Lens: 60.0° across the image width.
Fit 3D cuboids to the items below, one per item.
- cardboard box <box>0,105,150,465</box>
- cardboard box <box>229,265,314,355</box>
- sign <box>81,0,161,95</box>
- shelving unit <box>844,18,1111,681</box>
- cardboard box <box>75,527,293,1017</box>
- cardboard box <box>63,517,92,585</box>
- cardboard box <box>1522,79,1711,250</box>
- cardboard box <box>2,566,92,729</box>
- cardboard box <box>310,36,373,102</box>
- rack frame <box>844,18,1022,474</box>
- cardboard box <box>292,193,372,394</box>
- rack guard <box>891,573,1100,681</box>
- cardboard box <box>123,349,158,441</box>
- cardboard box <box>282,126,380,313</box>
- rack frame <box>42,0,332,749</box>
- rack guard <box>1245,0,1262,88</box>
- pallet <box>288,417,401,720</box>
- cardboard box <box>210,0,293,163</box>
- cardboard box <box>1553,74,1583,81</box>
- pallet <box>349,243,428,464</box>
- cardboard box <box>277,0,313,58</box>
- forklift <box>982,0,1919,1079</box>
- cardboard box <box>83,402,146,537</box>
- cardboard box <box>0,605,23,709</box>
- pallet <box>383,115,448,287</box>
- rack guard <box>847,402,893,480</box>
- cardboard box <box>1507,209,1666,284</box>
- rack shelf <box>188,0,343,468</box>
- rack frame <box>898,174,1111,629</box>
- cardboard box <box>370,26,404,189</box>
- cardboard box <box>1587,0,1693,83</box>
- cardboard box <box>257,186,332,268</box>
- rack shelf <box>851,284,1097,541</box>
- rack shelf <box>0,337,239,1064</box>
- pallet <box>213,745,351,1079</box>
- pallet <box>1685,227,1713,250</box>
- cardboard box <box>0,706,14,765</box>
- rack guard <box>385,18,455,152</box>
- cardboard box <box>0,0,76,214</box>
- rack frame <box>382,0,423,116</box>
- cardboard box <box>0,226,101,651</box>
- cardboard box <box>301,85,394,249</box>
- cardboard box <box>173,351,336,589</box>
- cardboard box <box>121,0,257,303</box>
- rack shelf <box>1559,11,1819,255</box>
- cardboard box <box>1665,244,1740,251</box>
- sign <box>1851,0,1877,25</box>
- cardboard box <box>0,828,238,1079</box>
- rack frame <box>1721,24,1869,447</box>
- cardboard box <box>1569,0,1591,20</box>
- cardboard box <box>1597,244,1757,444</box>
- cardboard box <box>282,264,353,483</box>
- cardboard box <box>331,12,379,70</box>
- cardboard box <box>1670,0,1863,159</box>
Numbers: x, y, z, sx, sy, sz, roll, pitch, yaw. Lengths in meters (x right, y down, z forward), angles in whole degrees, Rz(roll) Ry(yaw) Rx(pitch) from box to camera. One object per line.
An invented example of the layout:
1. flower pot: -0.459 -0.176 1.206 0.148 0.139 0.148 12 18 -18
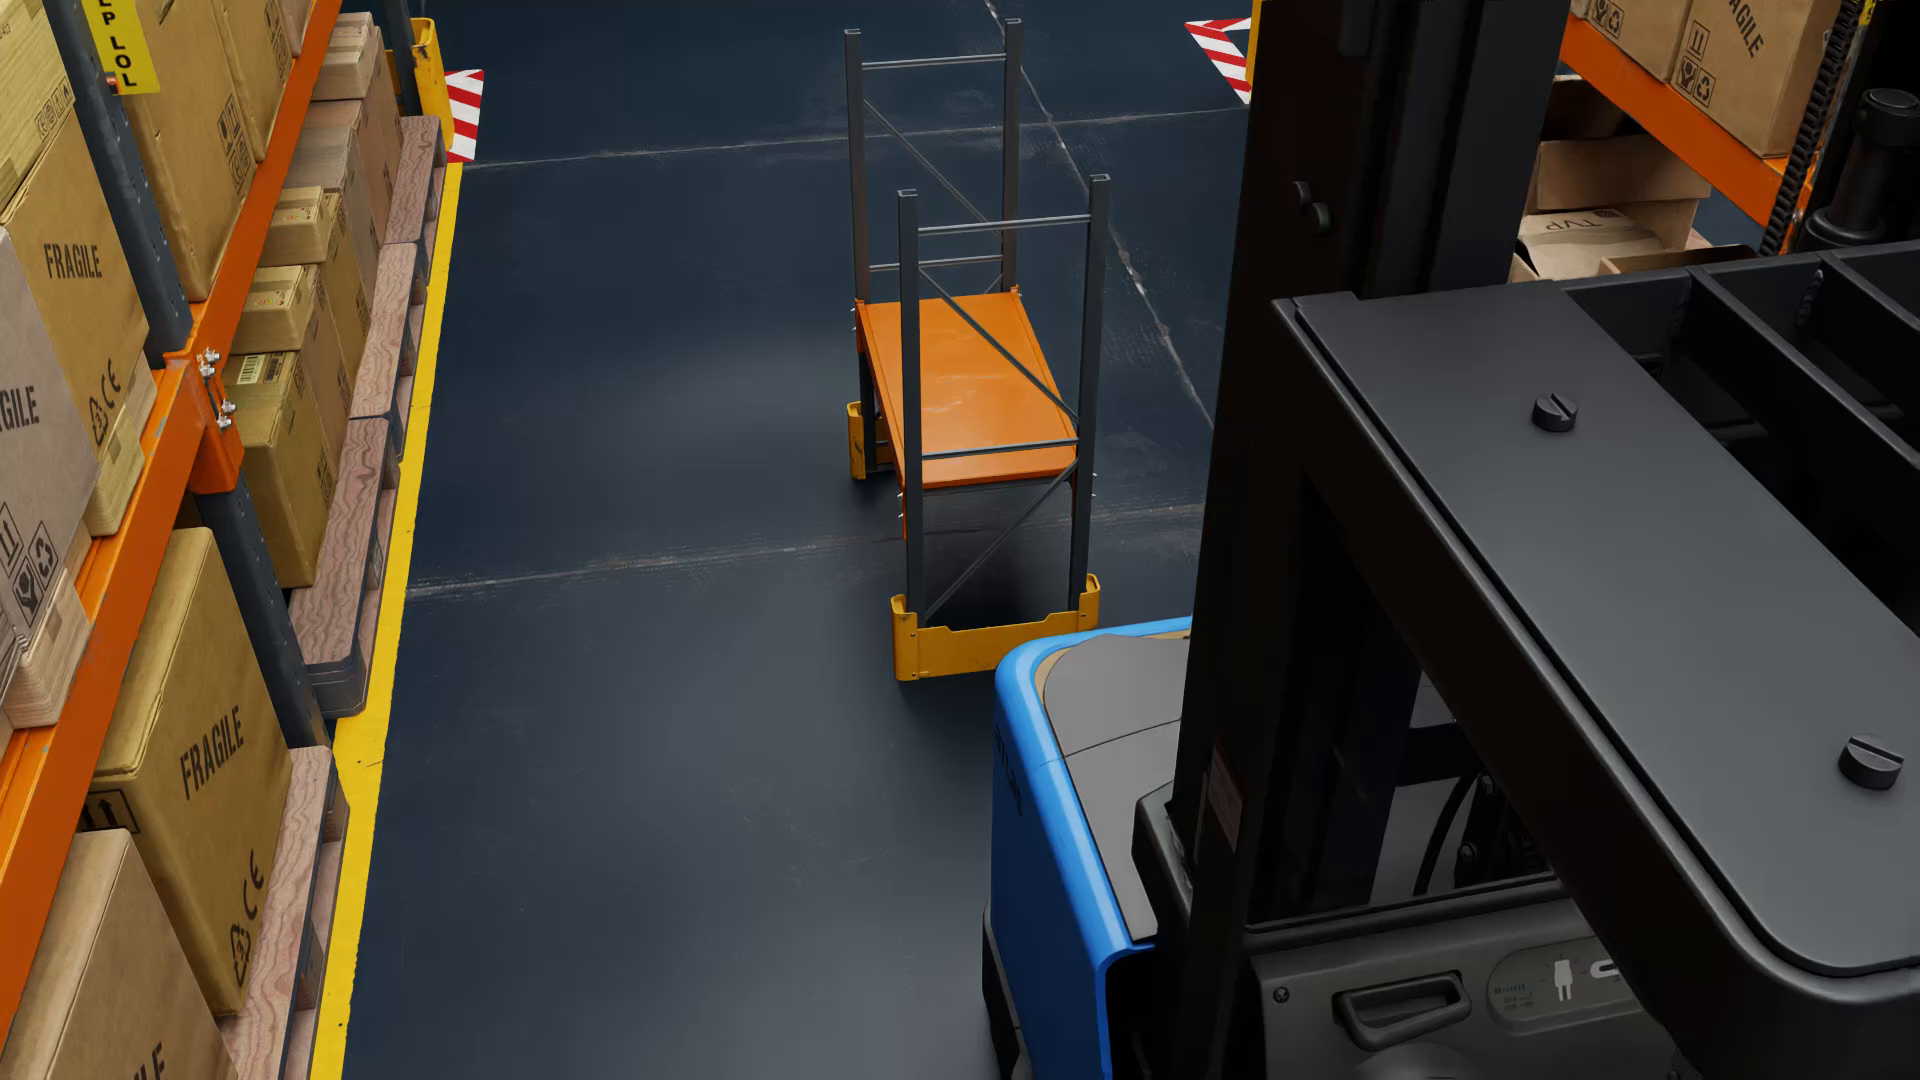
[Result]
1. cardboard box: -1.865 -0.451 3.045 0.500 0.500 0.500 -7 38 -9
2. cardboard box: -2.105 -0.661 4.823 0.380 0.149 0.250 -5 38 -6
3. sign: -1.662 -1.028 3.248 0.100 0.325 0.005 -6 38 -8
4. shelving unit: 0.013 -0.546 4.731 0.587 1.500 1.083 -6 38 -8
5. cardboard box: -1.952 0.524 3.540 0.750 0.750 0.750 -6 38 -7
6. cardboard box: -1.788 0.039 2.944 0.380 0.149 0.250 -5 38 -7
7. cardboard box: 2.348 -1.395 6.276 0.797 0.503 0.637 -6 38 -8
8. cardboard box: -1.684 0.192 2.746 0.380 0.149 0.250 -6 38 -8
9. cardboard box: -2.427 -1.764 6.242 0.380 0.149 0.250 -5 38 -7
10. rack frame: -0.074 -0.848 5.119 0.500 1.500 0.032 -6 38 -8
11. cardboard box: -2.397 -0.793 5.521 0.700 0.500 0.500 -5 38 -7
12. rack guard: 0.101 0.248 4.727 0.587 0.250 0.087 -6 38 -8
13. cardboard box: -1.856 -0.272 3.344 0.380 0.149 0.250 -6 38 -8
14. cardboard box: -2.498 -1.114 5.934 0.700 0.500 0.500 -7 38 -9
15. rack frame: -2.194 -0.537 3.497 1.000 3.000 0.127 -6 38 -8
16. rack guard: 1.994 -2.455 8.003 1.175 0.500 0.348 -6 38 -8
17. pallet: -2.251 0.096 4.954 1.003 0.211 1.213 -6 38 -8
18. cardboard box: -2.396 -1.427 4.397 0.980 0.700 0.700 -7 38 -9
19. cardboard box: 2.456 -1.697 6.873 0.500 0.250 0.500 -6 38 -8
20. pallet: -2.468 -0.642 5.905 1.003 0.211 1.213 -6 38 -8
21. cardboard box: -2.533 -1.865 4.961 0.980 0.700 0.700 -8 39 -10
22. forklift: 0.867 0.711 1.946 1.130 2.935 3.031 -8 38 -10
23. cardboard box: -1.789 -0.122 3.151 0.380 0.149 0.250 -6 38 -7
24. cardboard box: -1.686 0.161 2.258 0.500 0.500 0.500 -6 38 -8
25. pallet: -2.678 -1.378 6.851 1.003 0.211 1.213 -6 38 -8
26. rack guard: -0.074 -0.353 5.501 0.587 0.250 0.087 -6 38 -8
27. cardboard box: 2.171 -0.951 5.862 0.500 0.311 0.500 -6 38 -8
28. rack shelf: -2.545 -1.461 5.272 1.077 0.370 4.000 -6 38 -8
29. rack frame: 0.104 -0.234 4.328 0.500 1.500 0.032 -6 38 -8
30. cardboard box: -2.674 -1.720 6.714 0.700 0.500 0.500 -6 38 -8
31. cardboard box: 2.250 -1.697 4.908 0.500 0.500 0.500 -5 38 -7
32. cardboard box: -2.197 -0.977 5.229 0.380 0.149 0.250 -7 38 -9
33. rack shelf: 0.015 -0.399 4.834 0.538 0.185 1.000 -6 38 -8
34. rack shelf: -1.844 0.955 2.163 1.077 0.370 4.000 -6 38 -8
35. pallet: -1.985 1.022 3.763 1.003 0.211 1.213 -6 38 -8
36. pallet: 2.345 -1.124 6.526 1.003 0.211 1.213 -6 38 -8
37. cardboard box: -1.706 0.347 2.547 0.380 0.149 0.250 -6 38 -8
38. rack guard: -2.900 -1.981 7.392 1.175 0.500 0.348 -6 38 -8
39. cardboard box: -1.861 -0.744 2.811 0.500 0.250 0.500 -5 38 -7
40. rack frame: -2.896 -2.953 6.607 1.000 3.000 0.127 -6 38 -8
41. cardboard box: -1.766 -0.143 2.649 0.500 0.500 0.500 -6 38 -8
42. cardboard box: -2.587 -1.418 6.325 0.700 0.500 0.500 -6 38 -8
43. cardboard box: -2.224 -0.179 4.730 0.700 0.500 0.500 -6 38 -7
44. cardboard box: -2.273 -0.985 3.829 0.980 0.700 0.700 -6 38 -7
45. rack shelf: 2.331 -1.996 5.961 1.077 0.370 4.000 -6 38 -8
46. cardboard box: 2.660 -0.925 5.947 0.380 0.166 0.250 -6 38 -8
47. sign: 2.149 -1.351 3.839 0.100 0.325 0.005 -6 38 -8
48. cardboard box: -1.794 1.061 2.849 0.750 0.750 0.750 -5 38 -7
49. rack frame: 2.682 -1.072 4.185 1.000 3.000 0.127 -6 38 -8
50. cardboard box: 2.158 -2.008 5.308 0.500 0.500 0.500 -5 38 -7
51. cardboard box: 2.303 -0.573 5.221 0.500 0.500 0.500 -6 38 -8
52. cardboard box: -2.309 -0.483 5.121 0.700 0.500 0.500 -7 38 -8
53. cardboard box: -2.472 -1.918 6.441 0.380 0.149 0.250 -7 38 -8
54. cardboard box: 2.342 -1.386 4.508 0.500 0.500 0.500 -6 38 -7
